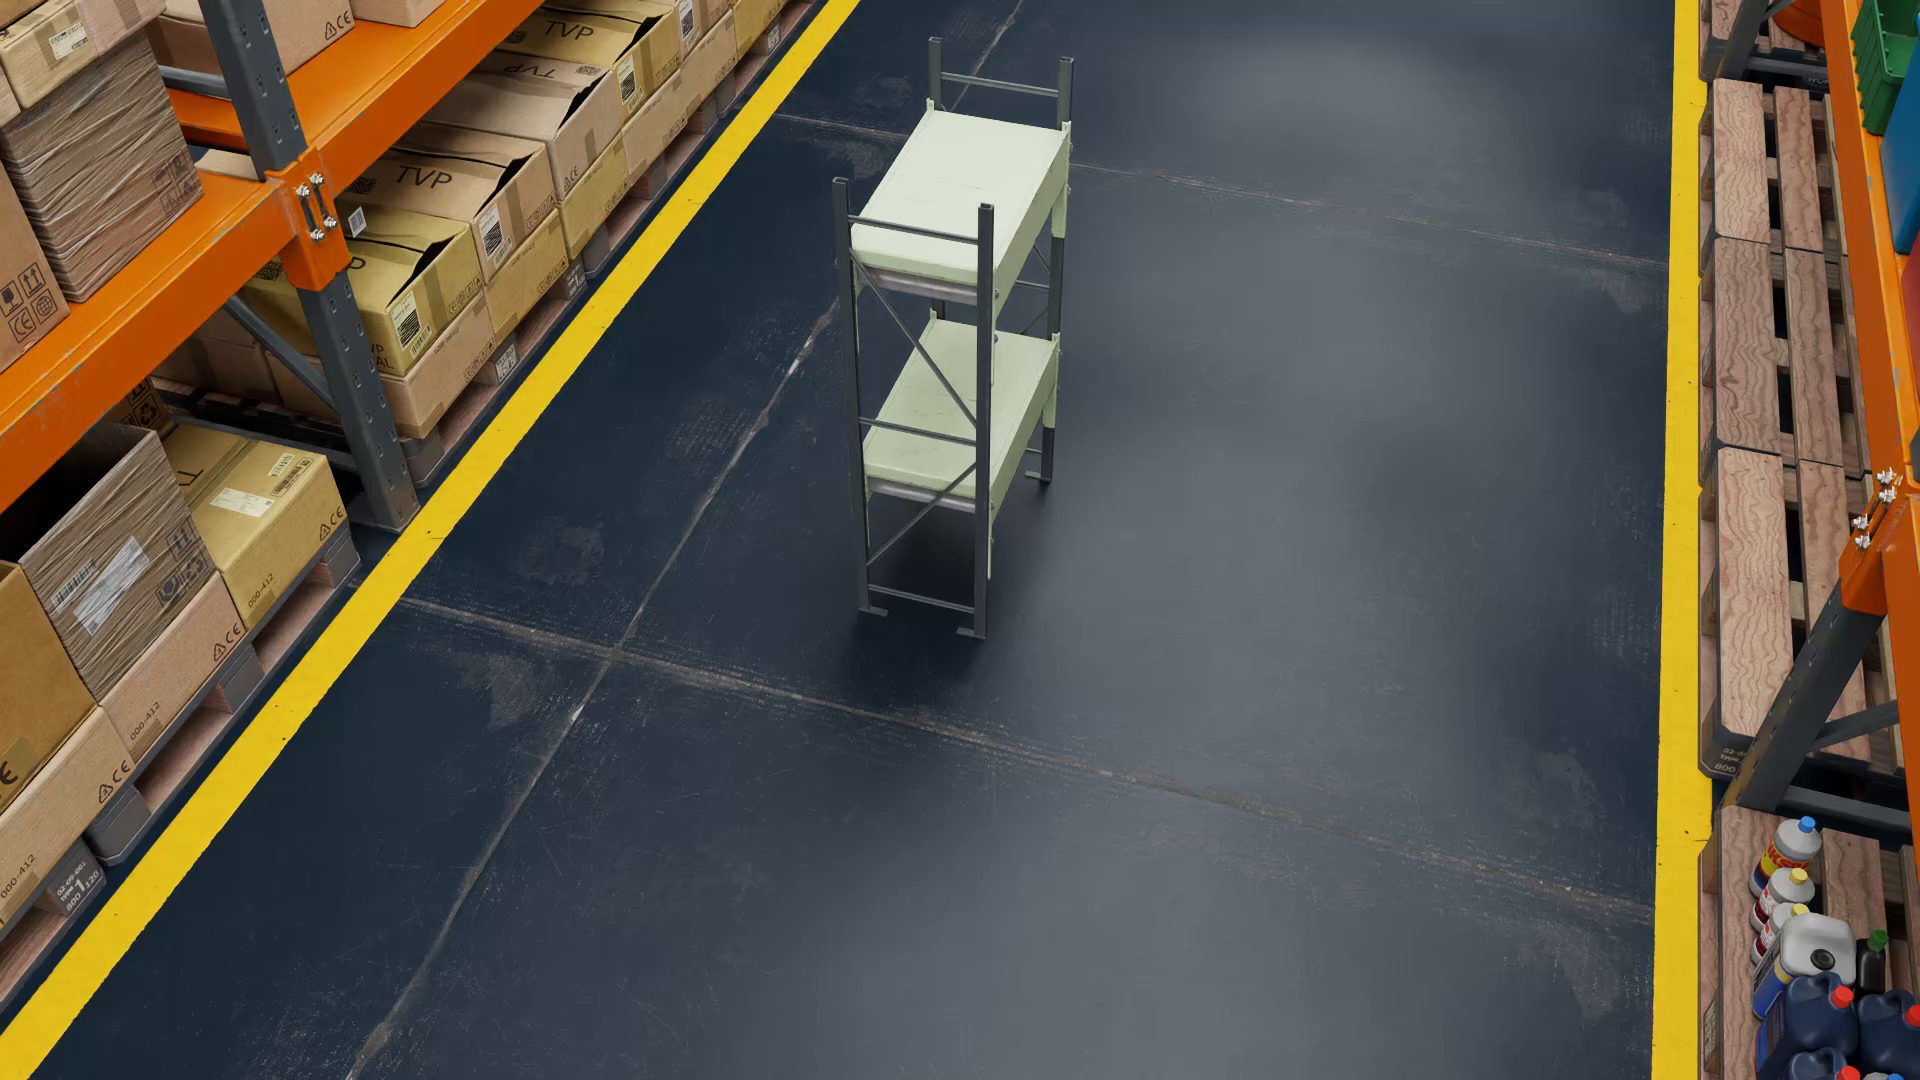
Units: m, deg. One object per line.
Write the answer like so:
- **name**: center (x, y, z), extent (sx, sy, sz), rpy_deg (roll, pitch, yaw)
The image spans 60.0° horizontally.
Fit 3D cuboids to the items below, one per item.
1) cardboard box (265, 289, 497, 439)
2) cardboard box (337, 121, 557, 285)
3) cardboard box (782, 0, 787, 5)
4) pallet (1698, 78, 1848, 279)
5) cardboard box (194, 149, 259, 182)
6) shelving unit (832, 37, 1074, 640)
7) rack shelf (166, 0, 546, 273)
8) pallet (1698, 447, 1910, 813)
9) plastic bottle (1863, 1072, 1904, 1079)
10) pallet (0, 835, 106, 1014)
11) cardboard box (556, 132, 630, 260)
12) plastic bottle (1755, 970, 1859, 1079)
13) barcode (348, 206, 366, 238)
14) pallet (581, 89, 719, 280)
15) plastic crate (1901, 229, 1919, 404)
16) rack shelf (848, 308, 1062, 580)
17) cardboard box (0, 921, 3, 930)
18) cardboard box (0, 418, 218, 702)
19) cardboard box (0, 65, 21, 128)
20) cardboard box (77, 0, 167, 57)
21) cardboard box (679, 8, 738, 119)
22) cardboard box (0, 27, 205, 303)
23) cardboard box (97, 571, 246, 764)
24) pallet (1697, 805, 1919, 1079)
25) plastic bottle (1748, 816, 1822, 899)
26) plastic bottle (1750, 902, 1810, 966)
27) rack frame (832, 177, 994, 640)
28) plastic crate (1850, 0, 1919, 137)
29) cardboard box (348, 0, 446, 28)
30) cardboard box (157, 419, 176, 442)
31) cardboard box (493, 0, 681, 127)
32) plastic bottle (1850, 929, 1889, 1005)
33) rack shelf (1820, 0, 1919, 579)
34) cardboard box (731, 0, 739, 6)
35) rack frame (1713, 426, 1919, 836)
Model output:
- **cardboard box**: center (-1.869, -0.619, 5.404), extent (0.500, 0.250, 0.500), rpy_deg (12, 46, 12)
- **cardboard box**: center (-1.708, -1.159, 5.554), extent (0.500, 0.311, 0.500), rpy_deg (12, 46, 12)
- **cardboard box**: center (-0.943, -2.667, 7.496), extent (0.500, 0.250, 0.500), rpy_deg (14, 46, 13)
- **pallet**: center (3.432, -1.345, 6.474), extent (1.003, 0.211, 1.213), rpy_deg (13, 46, 13)
- **cardboard box**: center (-2.226, -1.282, 5.680), extent (0.500, 0.311, 0.500), rpy_deg (14, 46, 14)
- **shelving unit**: center (-0.002, -0.532, 4.721), extent (0.431, 1.500, 0.755), rpy_deg (13, 46, 12)
- **rack shelf**: center (-1.621, -2.312, 5.982), extent (1.077, 0.370, 4.000), rpy_deg (13, 46, 13)
- **pallet**: center (2.693, 0.281, 4.812), extent (1.003, 0.211, 1.213), rpy_deg (13, 46, 13)
- **plastic bottle**: center (1.924, 1.206, 3.509), extent (0.097, 0.271, 0.097), rpy_deg (0, 44, 0)
- **pallet**: center (-2.875, 1.098, 3.977), extent (1.003, 0.211, 1.213), rpy_deg (13, 46, 13)
- **cardboard box**: center (-1.558, -1.306, 6.105), extent (0.500, 0.250, 0.500), rpy_deg (11, 45, 11)
- **plastic bottle**: center (1.853, 1.056, 3.606), extent (0.144, 0.351, 0.185), rpy_deg (14, 46, 14)
- **barcode**: center (-1.753, -0.924, 4.836), extent (0.001, 0.075, 0.075), rpy_deg (13, 46, 13)
- **pallet**: center (-1.673, -1.554, 6.687), extent (1.003, 0.211, 1.213), rpy_deg (13, 46, 13)
- **plastic crate**: center (2.348, -0.594, 3.667), extent (0.402, 0.464, 0.583), rpy_deg (13, 46, 13)
- **rack shelf**: center (-0.002, -0.299, 4.949), extent (0.431, 0.370, 0.720), rpy_deg (13, 46, 12)
- **cardboard box**: center (-2.608, 0.953, 3.797), extent (0.500, 0.250, 0.500), rpy_deg (13, 46, 13)
- **cardboard box**: center (-2.322, 0.015, 4.219), extent (0.500, 0.500, 0.500), rpy_deg (13, 46, 13)
- **cardboard box**: center (-2.259, -0.937, 3.528), extent (0.380, 0.149, 0.250), rpy_deg (11, 46, 11)
- **cardboard box**: center (-2.105, -1.277, 3.875), extent (0.380, 0.149, 0.250), rpy_deg (12, 46, 12)
- **cardboard box**: center (-1.250, -1.988, 6.803), extent (0.500, 0.250, 0.500), rpy_deg (14, 46, 13)
- **cardboard box**: center (-2.355, -0.974, 4.029), extent (0.700, 0.500, 0.500), rpy_deg (11, 46, 11)
- **cardboard box**: center (-2.320, 0.284, 4.481), extent (0.500, 0.250, 0.500), rpy_deg (13, 46, 13)
- **pallet**: center (2.250, 1.252, 3.820), extent (1.003, 0.211, 1.213), rpy_deg (13, 46, 13)
- **plastic bottle**: center (1.978, 0.753, 3.971), extent (0.097, 0.271, 0.097), rpy_deg (0, 44, 0)
- **plastic bottle**: center (1.917, 0.914, 3.857), extent (0.097, 0.201, 0.097), rpy_deg (0, 44, 0)
- **rack frame**: center (-0.113, -0.288, 4.472), extent (0.400, 1.500, 0.023), rpy_deg (13, 46, 12)
- **plastic crate**: center (2.751, -1.329, 4.615), extent (0.450, 0.188, 0.662), rpy_deg (13, 46, 13)
- **cardboard box**: center (-1.764, -1.693, 5.015), extent (0.380, 0.149, 0.250), rpy_deg (13, 46, 13)
- **cardboard box**: center (-2.656, -0.158, 4.933), extent (0.500, 0.250, 0.500), rpy_deg (13, 46, 13)
- **cardboard box**: center (-1.400, -1.851, 6.262), extent (0.500, 0.311, 0.500), rpy_deg (14, 46, 14)
- **plastic bottle**: center (2.008, 0.993, 3.718), extent (0.061, 0.283, 0.133), rpy_deg (13, 46, 13)
- **rack shelf**: center (3.098, -1.260, 4.907), extent (1.077, 0.370, 4.000), rpy_deg (13, 46, 13)
- **cardboard box**: center (-1.091, -2.521, 6.946), extent (0.500, 0.311, 0.500), rpy_deg (12, 46, 12)
- **rack frame**: center (2.493, -0.184, 3.293), extent (1.000, 3.000, 0.127), rpy_deg (13, 46, 13)
